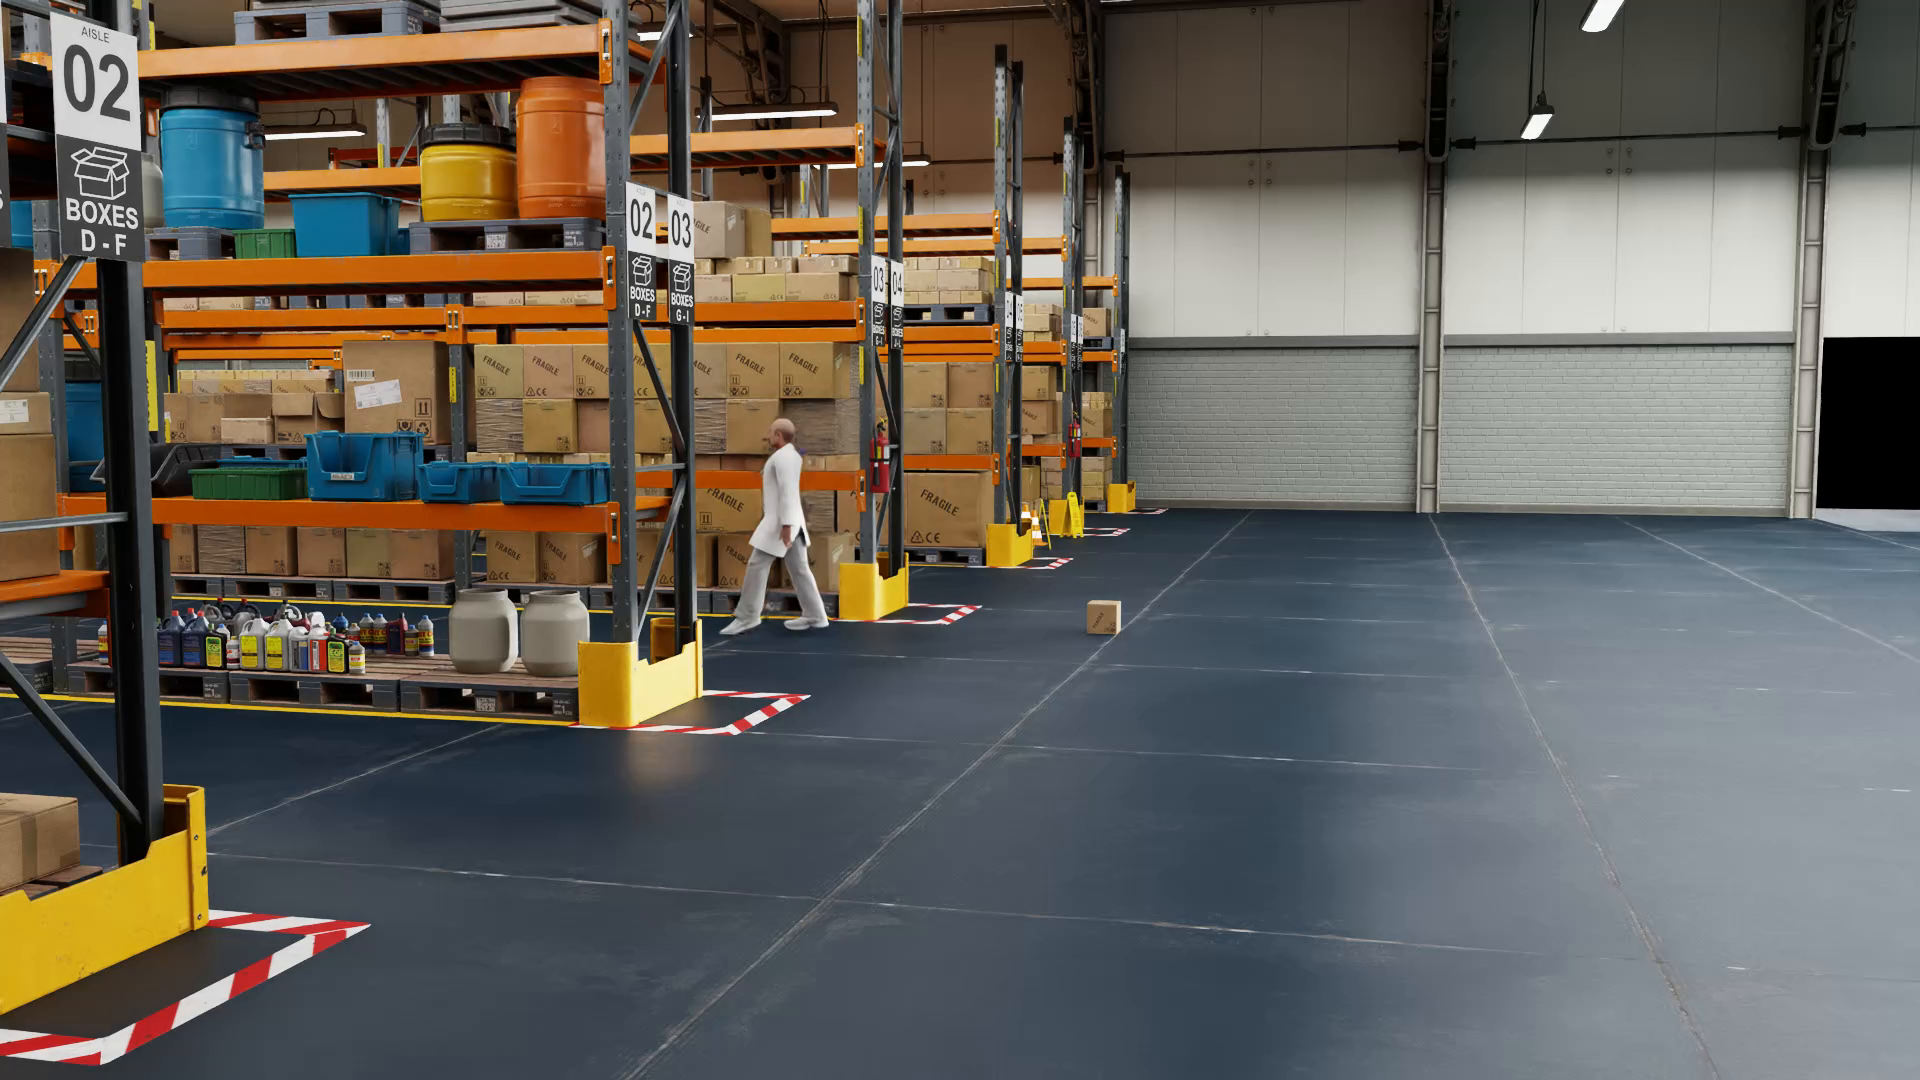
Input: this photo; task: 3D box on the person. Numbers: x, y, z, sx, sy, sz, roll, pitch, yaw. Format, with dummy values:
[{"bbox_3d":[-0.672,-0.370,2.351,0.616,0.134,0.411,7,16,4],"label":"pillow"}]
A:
[{"bbox_3d":[-1.532,-0.103,13.800,0.902,1.806,0.620,1,5,10],"label":"person"}]
